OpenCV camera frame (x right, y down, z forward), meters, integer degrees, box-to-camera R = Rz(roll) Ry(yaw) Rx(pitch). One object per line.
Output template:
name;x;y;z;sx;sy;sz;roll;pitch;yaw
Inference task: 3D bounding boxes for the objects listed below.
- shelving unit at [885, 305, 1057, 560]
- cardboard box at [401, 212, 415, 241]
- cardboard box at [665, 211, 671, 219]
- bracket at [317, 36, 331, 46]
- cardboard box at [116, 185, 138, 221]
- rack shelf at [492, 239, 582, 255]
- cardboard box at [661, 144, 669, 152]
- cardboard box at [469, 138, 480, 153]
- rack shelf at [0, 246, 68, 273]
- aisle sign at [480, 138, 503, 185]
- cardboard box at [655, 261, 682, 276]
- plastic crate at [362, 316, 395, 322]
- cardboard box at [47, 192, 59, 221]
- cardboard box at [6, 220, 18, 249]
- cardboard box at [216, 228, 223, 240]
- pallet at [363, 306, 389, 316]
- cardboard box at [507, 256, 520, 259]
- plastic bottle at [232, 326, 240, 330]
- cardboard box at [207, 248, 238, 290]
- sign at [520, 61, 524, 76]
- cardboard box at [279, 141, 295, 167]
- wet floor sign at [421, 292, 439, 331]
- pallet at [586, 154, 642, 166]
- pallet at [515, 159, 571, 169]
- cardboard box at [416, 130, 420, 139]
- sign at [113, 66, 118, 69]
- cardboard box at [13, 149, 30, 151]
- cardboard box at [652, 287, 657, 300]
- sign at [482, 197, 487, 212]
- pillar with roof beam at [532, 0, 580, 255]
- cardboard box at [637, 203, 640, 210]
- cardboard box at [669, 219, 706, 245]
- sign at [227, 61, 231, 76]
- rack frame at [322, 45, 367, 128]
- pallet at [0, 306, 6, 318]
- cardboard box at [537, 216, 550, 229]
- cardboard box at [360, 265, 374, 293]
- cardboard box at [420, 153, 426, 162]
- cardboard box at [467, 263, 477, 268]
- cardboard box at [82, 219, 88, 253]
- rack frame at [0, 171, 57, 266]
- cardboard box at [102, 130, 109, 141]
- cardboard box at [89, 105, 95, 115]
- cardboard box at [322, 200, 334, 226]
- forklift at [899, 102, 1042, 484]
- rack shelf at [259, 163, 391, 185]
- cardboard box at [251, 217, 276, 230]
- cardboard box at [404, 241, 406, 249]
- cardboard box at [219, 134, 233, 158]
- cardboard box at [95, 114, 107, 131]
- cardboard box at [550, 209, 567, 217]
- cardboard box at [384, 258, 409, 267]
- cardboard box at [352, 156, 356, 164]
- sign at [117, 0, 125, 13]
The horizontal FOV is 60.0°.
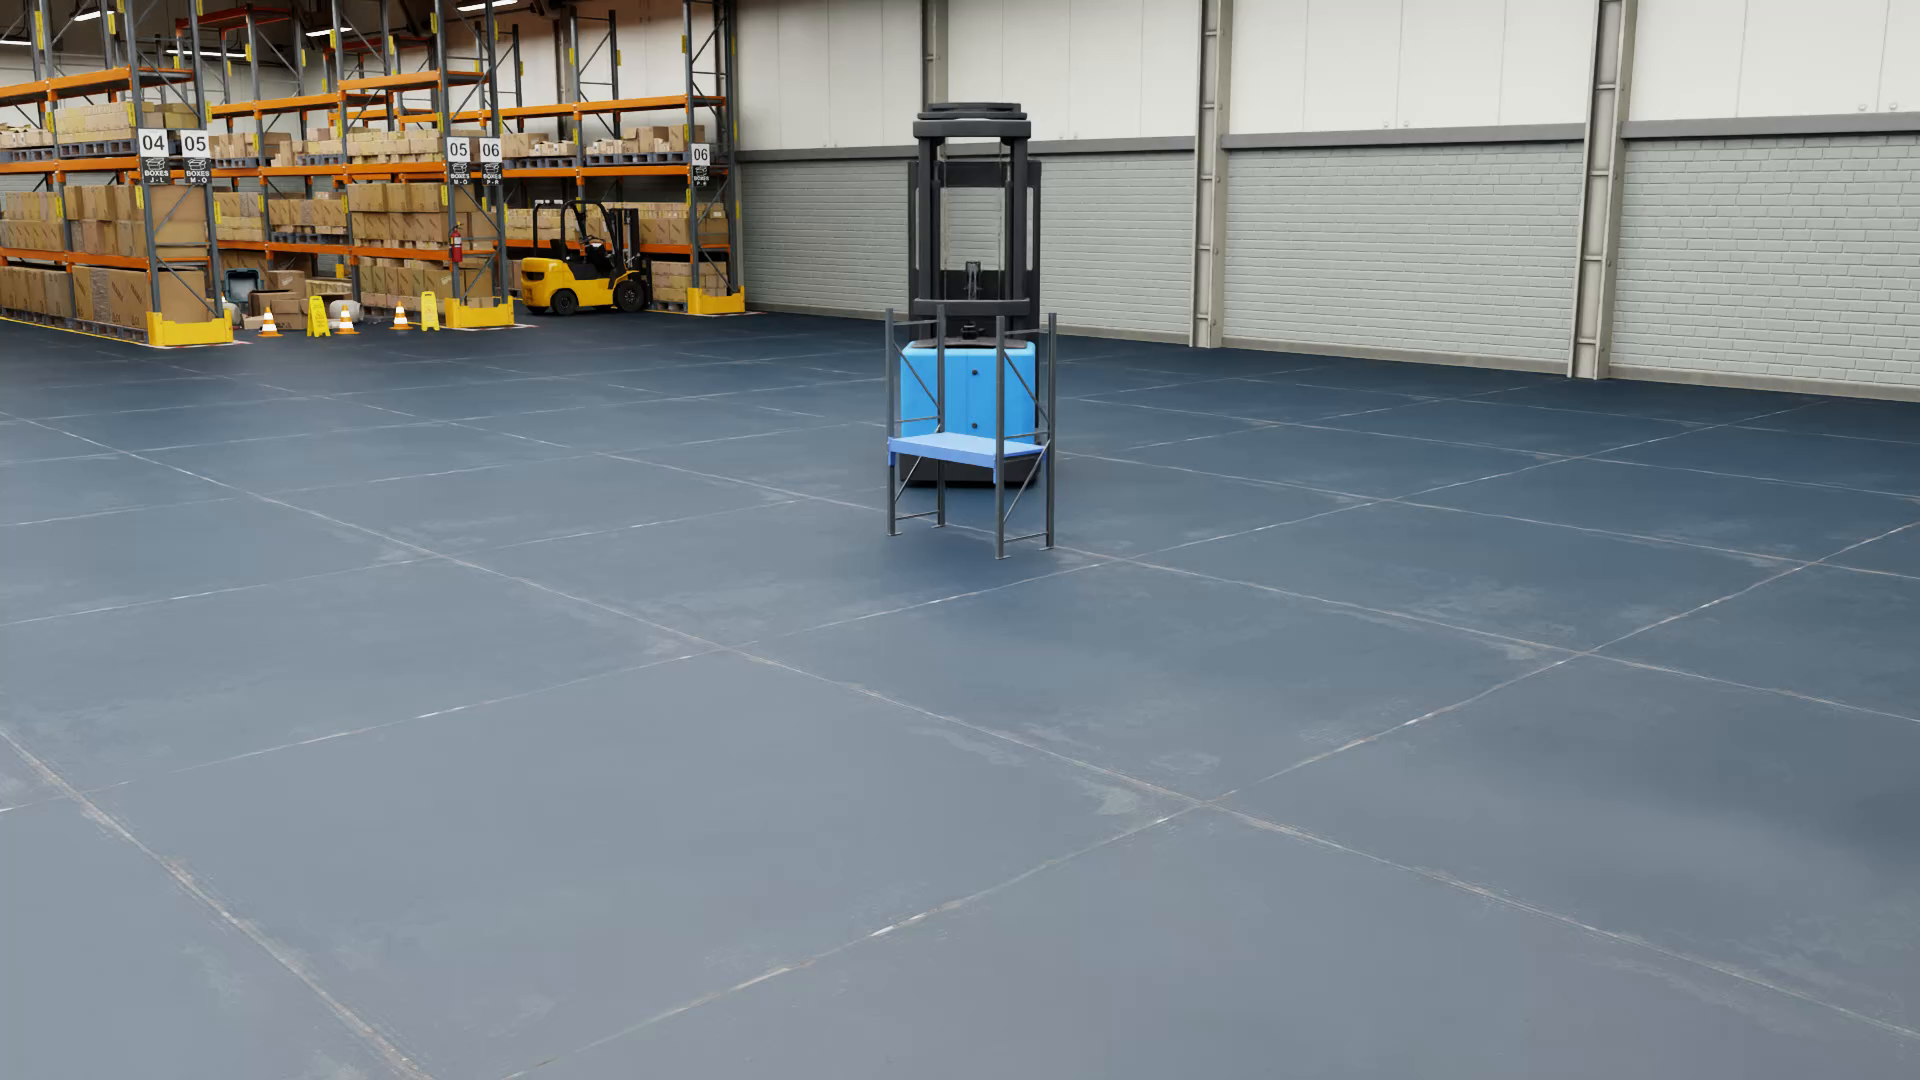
shelving unit;0.059;-0.722;10.700;0.538;1.500;1.048;-11;16;-43
cardboard box;-9.604;-5.593;29.640;0.500;0.500;0.500;-11;16;-43
cardboard box;-5.532;-6.360;32.494;0.380;0.149;0.250;-11;16;-42
bracket;-16.987;-13.348;44.478;0.235;0.232;0.430;-11;16;-43
cardboard box;-12.530;-5.235;25.840;0.875;0.550;0.550;-11;16;-43
rack shelf;-8.901;-6.426;36.450;1.077;0.370;4.000;-11;16;-43
cardboard box;-5.549;-7.582;32.179;0.250;0.149;0.380;11;16;44
cardboard box;-8.499;-6.862;28.986;0.500;0.250;0.500;-11;16;-44
rack shelf;-15.999;-5.029;29.671;1.077;0.370;4.000;-11;16;-43
aisle sign;-8.078;-6.518;28.671;0.394;0.787;0.004;-11;16;-43
cardboard box;-5.658;-5.349;32.735;0.500;0.250;0.500;-11;16;-42
plastic crate;-10.616;-4.021;30.229;0.583;0.080;0.402;6;13;26
cardboard box;-15.321;-5.775;28.781;0.700;0.500;0.500;-11;16;-43
cardboard box;-16.912;-5.545;30.146;0.500;0.500;0.500;-11;16;-43
cardboard box;-15.818;-6.635;36.053;0.500;0.250;0.500;-11;16;-43
pallet;-10.618;-4.335;31.430;1.003;0.211;1.213;-11;16;-43
cardboard box;-10.417;-6.489;38.519;0.380;0.149;0.250;-10;15;-40
plastic bottle;-12.345;-3.586;28.165;0.133;0.061;0.283;6;13;26
cardboard box;-16.146;-6.047;37.055;0.875;0.875;0.875;-10;15;-41
sign;-9.883;-10.621;37.457;0.100;0.325;0.005;-11;16;-43
cardboard box;-13.222;-7.756;33.443;0.700;0.500;0.500;-11;16;-43
wet floor sign;-8.987;-3.880;28.147;0.267;0.644;0.232;-5;13;-23
pallet;-6.912;-7.791;34.080;1.003;0.211;1.213;-11;16;-43
pallet;-8.974;-8.197;36.300;1.003;0.211;1.213;-10;15;-40
cardboard box;-9.270;-7.077;29.041;0.380;0.149;0.250;-11;16;-42
sign;-19.800;-10.942;39.015;0.100;0.325;0.005;-11;16;-43
cardboard box;-17.582;-7.312;31.286;0.500;0.500;0.500;-11;16;-43
cardboard box;-5.986;-4.934;33.201;0.500;0.250;0.500;-11;16;-42
sign;-10.668;-7.521;37.312;0.100;0.325;0.005;-11;16;-43
pillar with roof beam;-11.843;-9.344;33.963;9.100;9.000;0.548;-11;16;-43
cardboard box;-6.221;-6.661;33.216;0.380;0.149;0.250;-11;16;-42
cardboard box;-5.287;-5.987;32.288;0.500;0.500;0.500;-11;16;-44
sign;-16.248;-10.474;36.936;0.100;0.325;0.005;-11;16;-43
rack frame;-15.807;-11.176;42.856;1.000;3.000;0.127;-11;16;-43
pallet;-17.918;-4.422;31.851;1.003;0.211;1.213;-11;16;-43
cardboard box;-8.753;-6.843;35.826;0.500;0.250;0.500;-10;16;-41
cardboard box;-10.895;-4.897;31.160;0.500;0.500;0.500;-10;15;-40
cardboard box;-9.148;-6.645;28.919;0.380;0.149;0.250;-10;15;-41
cardboard box;-11.068;-6.158;38.520;0.500;0.500;0.500;-11;16;-43
cardboard box;-13.958;-5.034;27.539;0.875;0.550;0.550;-11;16;-43
rack frame;-17.380;-5.673;31.015;1.000;3.000;0.127;-11;16;-43
cardboard box;-13.033;-6.256;25.745;0.380;0.149;0.250;-11;16;-43
cardboard box;-13.386;-6.722;26.027;0.380;0.149;0.250;-11;16;-42
cardboard box;-11.935;-6.302;32.041;0.500;0.500;0.500;-11;16;-42
forklift;0.130;-2.122;13.949;1.130;2.935;3.031;1;12;3
rack shelf;-12.488;-7.203;32.788;1.077;0.370;4.000;-11;16;-43
cardboard box;-14.388;-6.585;34.570;0.500;0.250;0.500;-11;16;-43
cardboard box;-9.799;-5.338;30.009;0.380;0.149;0.250;-11;16;-43
cardboard box;-15.296;-8.318;35.132;0.500;0.500;0.500;-11;16;-42
cardboard box;-13.086;-6.481;25.847;0.500;0.250;0.500;-11;16;-43
cardboard box;-8.516;-6.970;35.453;0.250;0.149;0.380;11;16;43
cardboard box;-10.308;-5.074;30.414;0.380;0.149;0.250;-10;15;-39
cardboard box;-11.069;-7.060;30.933;0.380;0.149;0.250;-11;16;-43
sign;-12.257;-7.867;24.283;0.100;0.325;0.005;-11;16;-43
